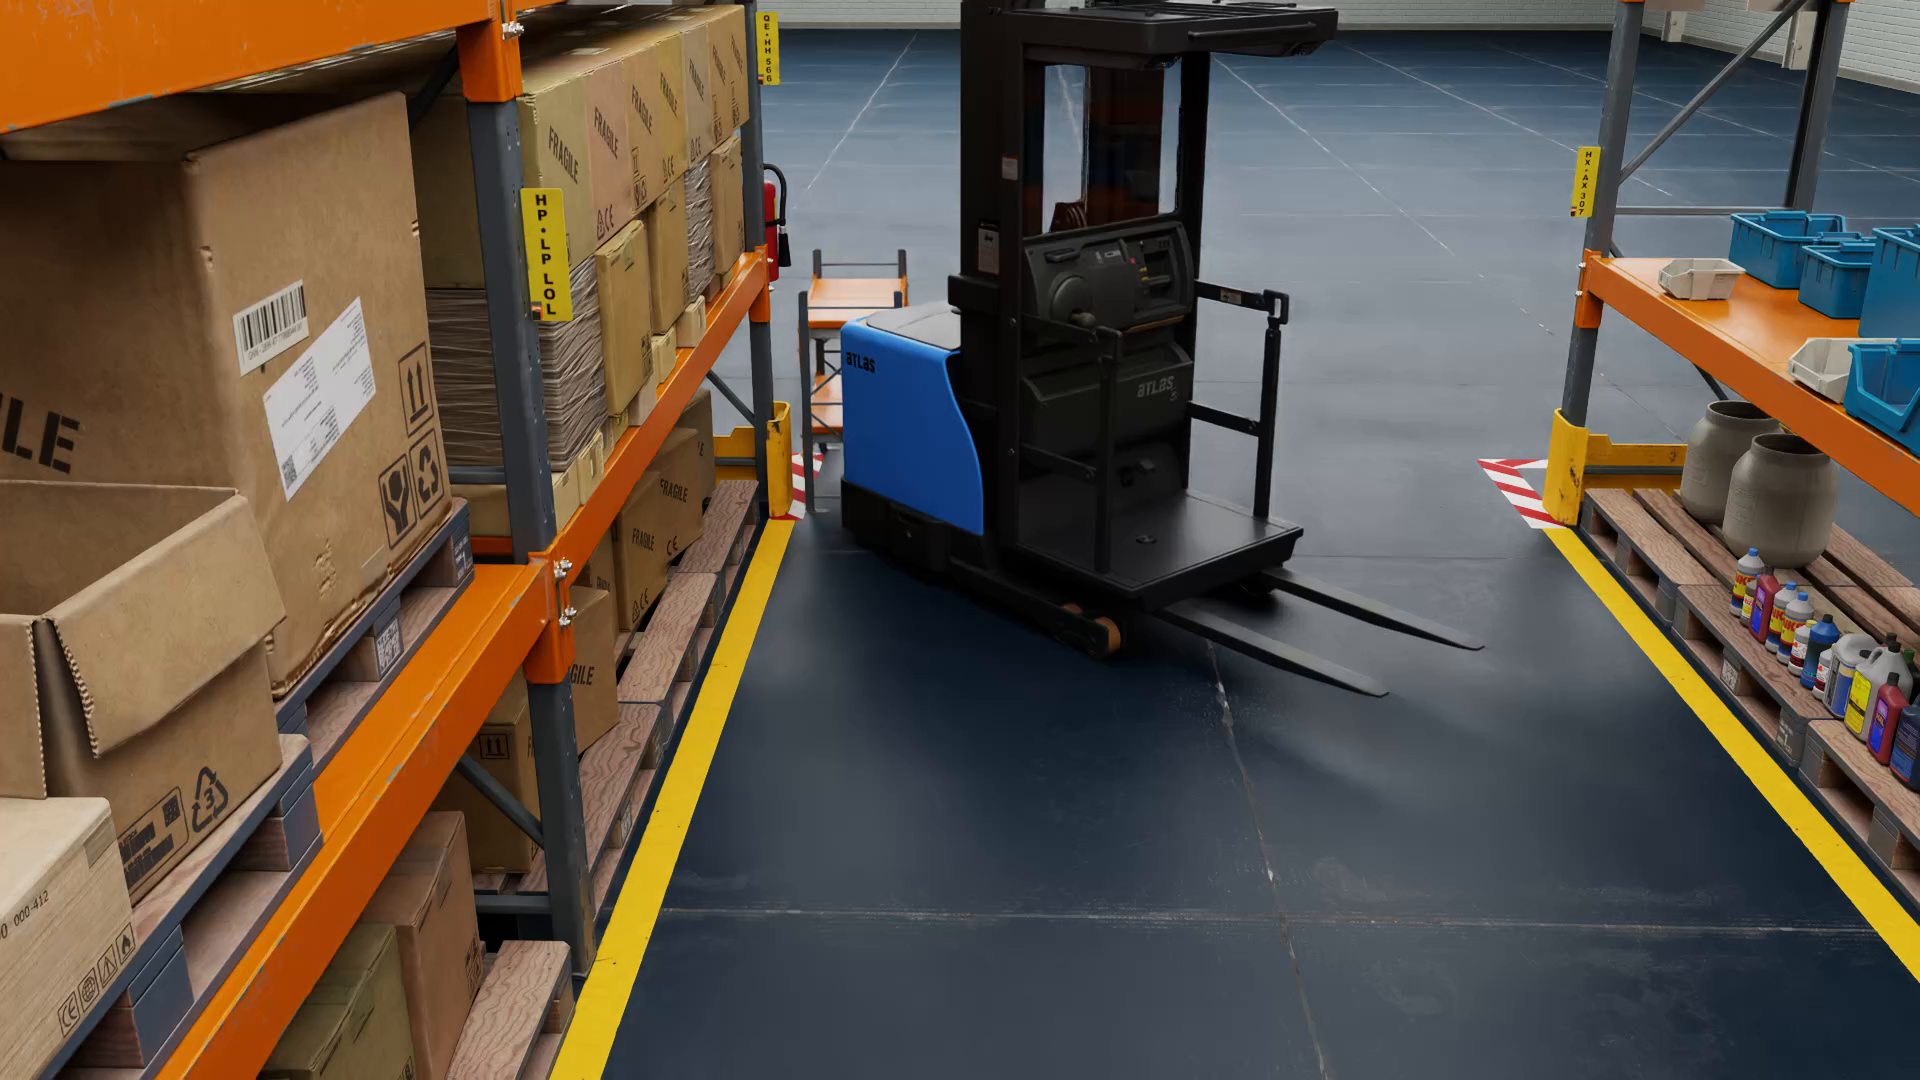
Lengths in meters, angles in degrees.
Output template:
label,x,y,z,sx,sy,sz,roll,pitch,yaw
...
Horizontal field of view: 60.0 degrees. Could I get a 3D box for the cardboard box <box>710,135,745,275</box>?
label,x,y,z,sx,sy,sz,roll,pitch,yaw
cardboard box,-1.386,-1.413,6.975,0.875,0.500,0.500,1,21,2

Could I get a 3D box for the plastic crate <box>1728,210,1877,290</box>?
label,x,y,z,sx,sy,sz,roll,pitch,yaw
plastic crate,3.788,-1.301,7.440,0.499,0.251,0.616,1,21,2

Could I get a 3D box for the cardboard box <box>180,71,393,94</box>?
label,x,y,z,sx,sy,sz,roll,pitch,yaw
cardboard box,-1.829,-0.980,4.475,0.500,0.500,0.500,1,21,2

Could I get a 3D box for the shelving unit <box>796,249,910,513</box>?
label,x,y,z,sx,sy,sz,roll,pitch,yaw
shelving unit,-0.534,-0.853,8.672,0.538,1.125,1.048,0,21,-1

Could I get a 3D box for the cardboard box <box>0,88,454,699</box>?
label,x,y,z,sx,sy,sz,roll,pitch,yaw
cardboard box,-1.732,-0.352,3.380,1.000,1.000,1.000,1,21,2

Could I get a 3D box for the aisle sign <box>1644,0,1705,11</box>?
label,x,y,z,sx,sy,sz,roll,pitch,yaw
aisle sign,3.214,-2.795,7.493,0.394,0.787,0.004,1,21,2

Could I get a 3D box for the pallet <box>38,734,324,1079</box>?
label,x,y,z,sx,sy,sz,roll,pitch,yaw
pallet,-1.670,0.657,2.454,1.003,0.211,1.213,1,21,2

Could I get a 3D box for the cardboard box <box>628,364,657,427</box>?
label,x,y,z,sx,sy,sz,roll,pitch,yaw
cardboard box,-1.213,-0.481,5.470,0.380,0.149,0.250,1,21,2

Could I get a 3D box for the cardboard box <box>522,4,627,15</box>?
label,x,y,z,sx,sy,sz,roll,pitch,yaw
cardboard box,-1.735,-2.064,7.271,0.500,0.500,0.500,1,21,2

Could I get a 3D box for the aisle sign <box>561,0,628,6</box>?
label,x,y,z,sx,sy,sz,roll,pitch,yaw
aisle sign,-1.744,-2.846,7.624,0.394,0.787,0.004,1,21,2

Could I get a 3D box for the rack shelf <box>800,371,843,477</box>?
label,x,y,z,sx,sy,sz,roll,pitch,yaw
rack shelf,-0.534,-0.625,8.760,0.538,0.278,1.000,0,21,-1

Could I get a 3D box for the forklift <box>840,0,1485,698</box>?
label,x,y,z,sx,sy,sz,roll,pitch,yaw
forklift,0.772,-1.090,6.786,1.130,2.935,3.031,-17,27,-37

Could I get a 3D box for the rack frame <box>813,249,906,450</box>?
label,x,y,z,sx,sy,sz,roll,pitch,yaw
rack frame,-0.541,-1.037,9.145,0.500,1.125,0.032,0,21,-1

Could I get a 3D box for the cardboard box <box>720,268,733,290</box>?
label,x,y,z,sx,sy,sz,roll,pitch,yaw
cardboard box,-1.213,-1.205,7.335,0.380,0.149,0.250,1,21,2

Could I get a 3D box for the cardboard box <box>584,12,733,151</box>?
label,x,y,z,sx,sy,sz,roll,pitch,yaw
cardboard box,-1.225,-1.878,6.790,0.500,0.500,0.500,1,21,2

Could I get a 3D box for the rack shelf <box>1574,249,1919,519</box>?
label,x,y,z,sx,sy,sz,roll,pitch,yaw
rack shelf,3.444,-0.496,6.154,1.077,0.370,4.000,1,21,2

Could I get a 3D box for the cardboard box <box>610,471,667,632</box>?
label,x,y,z,sx,sy,sz,roll,pitch,yaw
cardboard box,-1.504,0.029,6.682,0.500,0.500,0.500,3,21,7

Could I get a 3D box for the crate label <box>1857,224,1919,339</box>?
label,x,y,z,sx,sy,sz,roll,pitch,yaw
crate label,3.719,-0.902,6.159,0.502,0.435,0.616,1,21,2

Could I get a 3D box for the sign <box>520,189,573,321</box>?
label,x,y,z,sx,sy,sz,roll,pitch,yaw
sign,-1.013,-0.697,4.079,0.100,0.325,0.005,1,21,2

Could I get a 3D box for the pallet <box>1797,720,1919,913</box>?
label,x,y,z,sx,sy,sz,roll,pitch,yaw
pallet,3.445,0.950,5.290,1.003,0.211,1.213,1,21,2

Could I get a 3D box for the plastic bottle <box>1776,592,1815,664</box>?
label,x,y,z,sx,sy,sz,roll,pitch,yaw
plastic bottle,3.124,0.325,6.209,0.097,0.271,0.097,0,21,0

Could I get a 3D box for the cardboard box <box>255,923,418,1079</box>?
label,x,y,z,sx,sy,sz,roll,pitch,yaw
cardboard box,-1.641,1.192,3.658,0.700,0.500,0.500,1,21,1

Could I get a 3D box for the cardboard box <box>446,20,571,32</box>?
label,x,y,z,sx,sy,sz,roll,pitch,yaw
cardboard box,-1.771,-1.703,6.339,0.500,0.500,0.500,1,21,2

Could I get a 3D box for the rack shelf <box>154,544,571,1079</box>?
label,x,y,z,sx,sy,sz,roll,pitch,yaw
rack shelf,-1.629,0.896,2.567,1.077,0.370,4.000,1,21,2

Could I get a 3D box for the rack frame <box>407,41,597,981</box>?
label,x,y,z,sx,sy,sz,roll,pitch,yaw
rack frame,-1.568,-0.162,4.301,1.000,3.000,0.127,1,21,2

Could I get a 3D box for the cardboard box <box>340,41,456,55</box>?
label,x,y,z,sx,sy,sz,roll,pitch,yaw
cardboard box,-1.799,-1.341,5.407,0.500,0.500,0.500,1,21,2

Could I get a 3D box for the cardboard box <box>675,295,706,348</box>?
label,x,y,z,sx,sy,sz,roll,pitch,yaw
cardboard box,-1.189,-0.843,6.402,0.380,0.149,0.250,1,21,2

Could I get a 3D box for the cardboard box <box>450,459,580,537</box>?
label,x,y,z,sx,sy,sz,roll,pitch,yaw
cardboard box,-1.261,-0.120,4.538,0.380,0.149,0.250,1,21,2

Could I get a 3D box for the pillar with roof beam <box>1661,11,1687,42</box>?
label,x,y,z,sx,sy,sz,roll,pitch,yaw
pillar with roof beam,10.860,-14.874,33.923,9.100,9.000,0.400,1,21,2

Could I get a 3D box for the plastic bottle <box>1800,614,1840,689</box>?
label,x,y,z,sx,sy,sz,roll,pitch,yaw
plastic bottle,3.118,0.398,6.020,0.097,0.271,0.097,0,21,0

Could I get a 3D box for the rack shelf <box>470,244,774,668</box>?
label,x,y,z,sx,sy,sz,roll,pitch,yaw
rack shelf,-1.507,-0.550,6.295,1.077,0.370,4.000,1,21,2

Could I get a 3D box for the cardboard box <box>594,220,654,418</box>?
label,x,y,z,sx,sy,sz,roll,pitch,yaw
cardboard box,-1.442,-0.690,5.112,0.875,0.500,0.500,1,21,2

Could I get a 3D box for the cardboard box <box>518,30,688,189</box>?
label,x,y,z,sx,sy,sz,roll,pitch,yaw
cardboard box,-1.267,-1.516,5.858,0.500,0.500,0.500,1,21,2

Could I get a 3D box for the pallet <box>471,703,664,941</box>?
label,x,y,z,sx,sy,sz,roll,pitch,yaw
pallet,-1.583,0.894,5.432,1.003,0.211,1.213,1,21,2

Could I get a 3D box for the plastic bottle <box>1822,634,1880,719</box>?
label,x,y,z,sx,sy,sz,roll,pitch,yaw
plastic bottle,3.139,0.476,5.813,0.152,0.276,0.135,1,21,3

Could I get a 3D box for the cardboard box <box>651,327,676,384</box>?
label,x,y,z,sx,sy,sz,roll,pitch,yaw
cardboard box,-1.228,-0.662,5.936,0.380,0.149,0.250,1,21,2

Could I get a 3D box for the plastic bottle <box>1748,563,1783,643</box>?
label,x,y,z,sx,sy,sz,roll,pitch,yaw
plastic bottle,3.113,0.241,6.409,0.061,0.283,0.133,1,21,3

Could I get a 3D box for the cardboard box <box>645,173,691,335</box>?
label,x,y,z,sx,sy,sz,roll,pitch,yaw
cardboard box,-1.471,-1.052,6.045,0.875,0.500,0.500,1,21,2

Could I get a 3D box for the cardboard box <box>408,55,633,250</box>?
label,x,y,z,sx,sy,sz,roll,pitch,yaw
cardboard box,-1.286,-1.155,4.926,0.500,0.500,0.500,1,21,2

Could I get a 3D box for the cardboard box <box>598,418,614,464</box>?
label,x,y,z,sx,sy,sz,roll,pitch,yaw
cardboard box,-1.260,-0.301,5.005,0.380,0.149,0.250,1,21,2

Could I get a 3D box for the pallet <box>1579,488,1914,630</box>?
label,x,y,z,sx,sy,sz,roll,pitch,yaw
pallet,3.519,0.067,7.563,1.003,0.211,1.213,1,21,2

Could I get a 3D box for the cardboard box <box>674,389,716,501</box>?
label,x,y,z,sx,sy,sz,roll,pitch,yaw
cardboard box,-1.482,-0.414,7.823,0.500,0.500,0.500,5,22,12

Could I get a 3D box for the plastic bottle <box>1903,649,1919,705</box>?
label,x,y,z,sx,sy,sz,roll,pitch,yaw
plastic bottle,3.233,0.523,5.681,0.061,0.283,0.133,1,21,2

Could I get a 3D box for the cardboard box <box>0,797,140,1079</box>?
label,x,y,z,sx,sy,sz,roll,pitch,yaw
cardboard box,-1.409,0.554,2.080,0.500,0.250,0.500,0,21,0

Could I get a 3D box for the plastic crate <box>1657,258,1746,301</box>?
label,x,y,z,sx,sy,sz,roll,pitch,yaw
plastic crate,3.156,-1.111,7.111,0.298,0.136,0.250,1,21,2

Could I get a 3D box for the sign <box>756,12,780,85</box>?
label,x,y,z,sx,sy,sz,roll,pitch,yaw
sign,-0.892,-2.283,7.727,0.100,0.325,0.005,1,21,2

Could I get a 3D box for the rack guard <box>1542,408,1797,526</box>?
label,x,y,z,sx,sy,sz,roll,pitch,yaw
rack guard,3.549,-0.361,8.268,1.175,0.500,0.348,1,21,2

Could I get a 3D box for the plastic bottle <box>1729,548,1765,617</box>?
label,x,y,z,sx,sy,sz,roll,pitch,yaw
plastic bottle,3.138,0.165,6.621,0.097,0.271,0.097,0,21,0

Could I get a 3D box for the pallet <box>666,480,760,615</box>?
label,x,y,z,sx,sy,sz,roll,pitch,yaw
pallet,-1.509,0.012,7.706,1.003,0.211,1.213,1,21,2

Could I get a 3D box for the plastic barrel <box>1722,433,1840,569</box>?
label,x,y,z,sx,sy,sz,roll,pitch,yaw
plastic barrel,3.546,-0.170,7.179,0.421,0.512,0.421,0,21,0

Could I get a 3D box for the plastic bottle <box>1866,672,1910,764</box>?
label,x,y,z,sx,sy,sz,roll,pitch,yaw
plastic bottle,3.083,0.588,5.512,0.061,0.283,0.133,2,21,5

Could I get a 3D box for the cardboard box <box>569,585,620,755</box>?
label,x,y,z,sx,sy,sz,roll,pitch,yaw
cardboard box,-1.506,0.456,5.583,0.500,0.500,0.500,8,22,19
